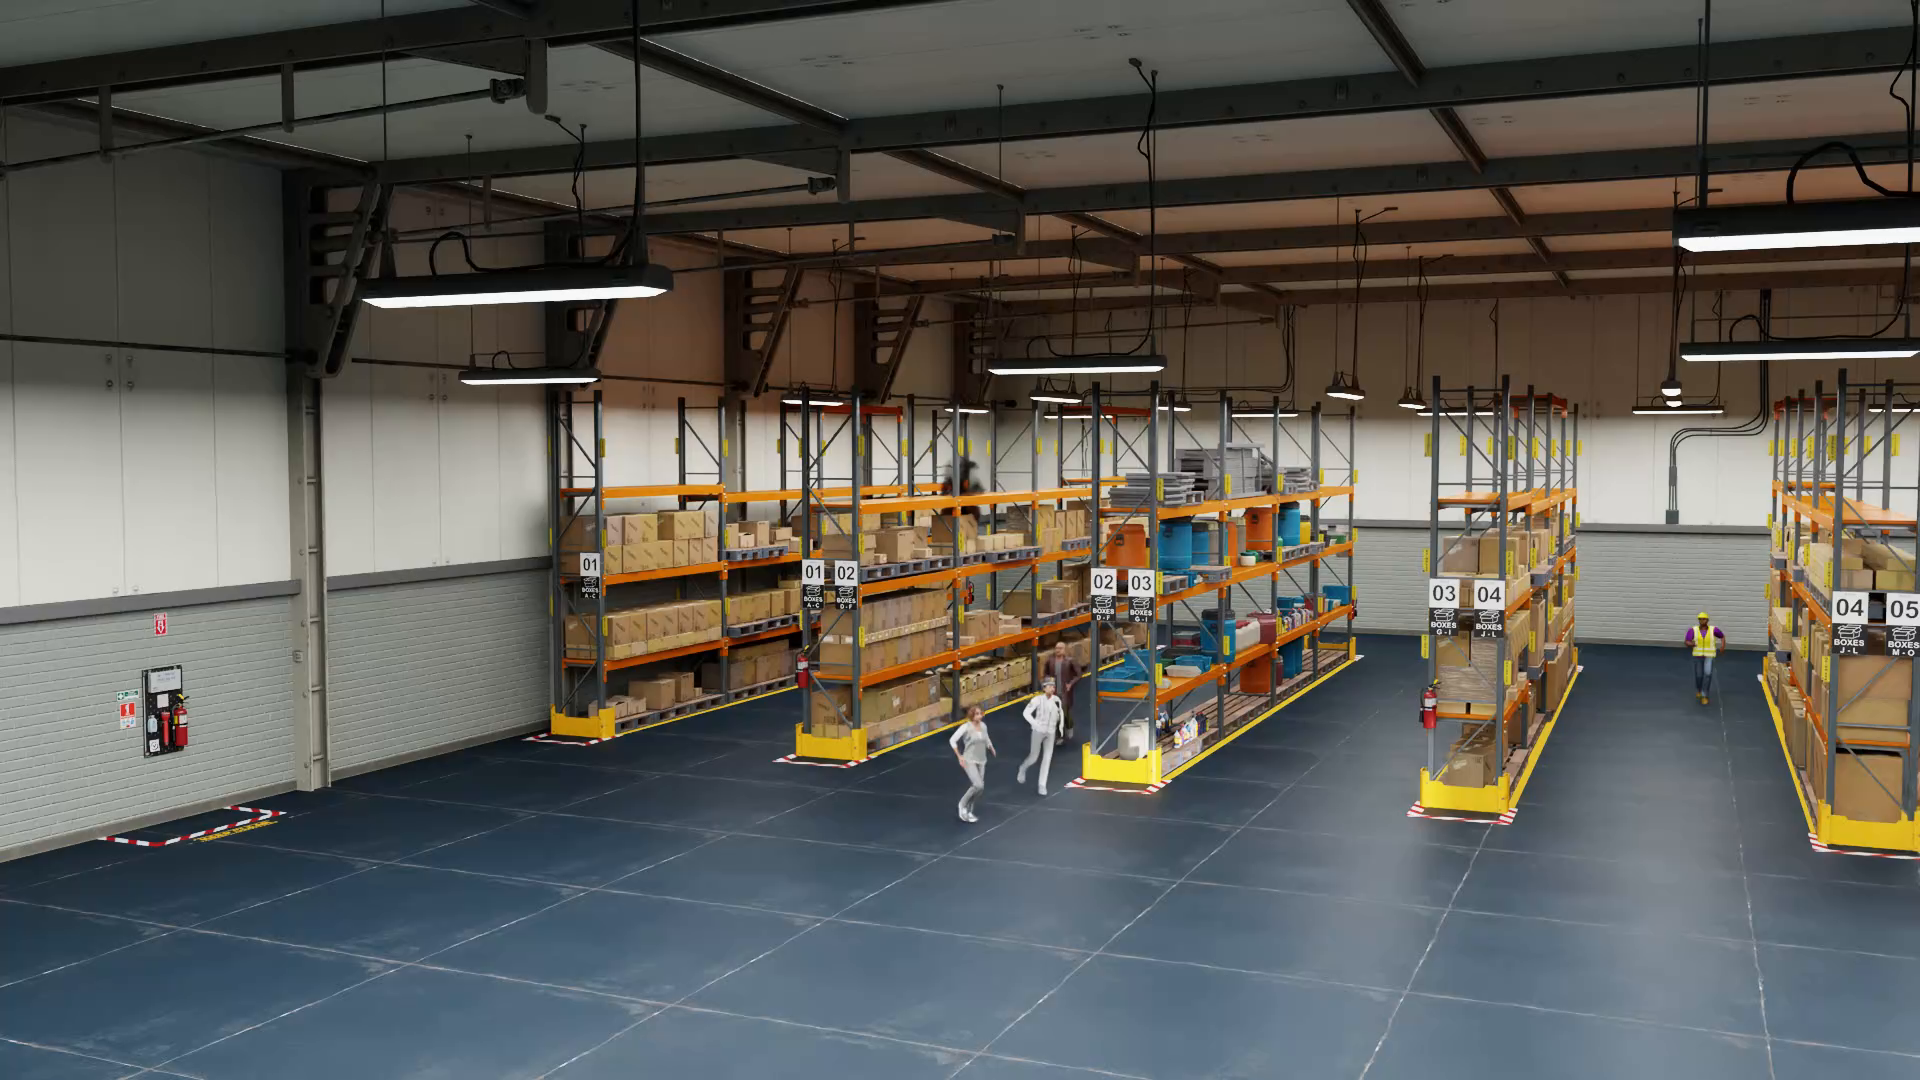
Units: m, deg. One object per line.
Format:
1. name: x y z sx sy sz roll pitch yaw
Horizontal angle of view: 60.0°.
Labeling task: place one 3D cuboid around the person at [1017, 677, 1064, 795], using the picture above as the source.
1. person: 1.254 2.823 24.300 0.674 1.651 0.893 -1 3 -17

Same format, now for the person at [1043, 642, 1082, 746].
1. person: 1.696 2.583 28.045 0.696 1.731 0.580 1 3 21

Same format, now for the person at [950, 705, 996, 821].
1. person: 0.211 2.988 22.177 0.543 1.571 0.575 -3 4 -40

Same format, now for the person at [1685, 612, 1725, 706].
1. person: 14.637 2.317 32.714 0.704 1.785 0.896 2 4 30
